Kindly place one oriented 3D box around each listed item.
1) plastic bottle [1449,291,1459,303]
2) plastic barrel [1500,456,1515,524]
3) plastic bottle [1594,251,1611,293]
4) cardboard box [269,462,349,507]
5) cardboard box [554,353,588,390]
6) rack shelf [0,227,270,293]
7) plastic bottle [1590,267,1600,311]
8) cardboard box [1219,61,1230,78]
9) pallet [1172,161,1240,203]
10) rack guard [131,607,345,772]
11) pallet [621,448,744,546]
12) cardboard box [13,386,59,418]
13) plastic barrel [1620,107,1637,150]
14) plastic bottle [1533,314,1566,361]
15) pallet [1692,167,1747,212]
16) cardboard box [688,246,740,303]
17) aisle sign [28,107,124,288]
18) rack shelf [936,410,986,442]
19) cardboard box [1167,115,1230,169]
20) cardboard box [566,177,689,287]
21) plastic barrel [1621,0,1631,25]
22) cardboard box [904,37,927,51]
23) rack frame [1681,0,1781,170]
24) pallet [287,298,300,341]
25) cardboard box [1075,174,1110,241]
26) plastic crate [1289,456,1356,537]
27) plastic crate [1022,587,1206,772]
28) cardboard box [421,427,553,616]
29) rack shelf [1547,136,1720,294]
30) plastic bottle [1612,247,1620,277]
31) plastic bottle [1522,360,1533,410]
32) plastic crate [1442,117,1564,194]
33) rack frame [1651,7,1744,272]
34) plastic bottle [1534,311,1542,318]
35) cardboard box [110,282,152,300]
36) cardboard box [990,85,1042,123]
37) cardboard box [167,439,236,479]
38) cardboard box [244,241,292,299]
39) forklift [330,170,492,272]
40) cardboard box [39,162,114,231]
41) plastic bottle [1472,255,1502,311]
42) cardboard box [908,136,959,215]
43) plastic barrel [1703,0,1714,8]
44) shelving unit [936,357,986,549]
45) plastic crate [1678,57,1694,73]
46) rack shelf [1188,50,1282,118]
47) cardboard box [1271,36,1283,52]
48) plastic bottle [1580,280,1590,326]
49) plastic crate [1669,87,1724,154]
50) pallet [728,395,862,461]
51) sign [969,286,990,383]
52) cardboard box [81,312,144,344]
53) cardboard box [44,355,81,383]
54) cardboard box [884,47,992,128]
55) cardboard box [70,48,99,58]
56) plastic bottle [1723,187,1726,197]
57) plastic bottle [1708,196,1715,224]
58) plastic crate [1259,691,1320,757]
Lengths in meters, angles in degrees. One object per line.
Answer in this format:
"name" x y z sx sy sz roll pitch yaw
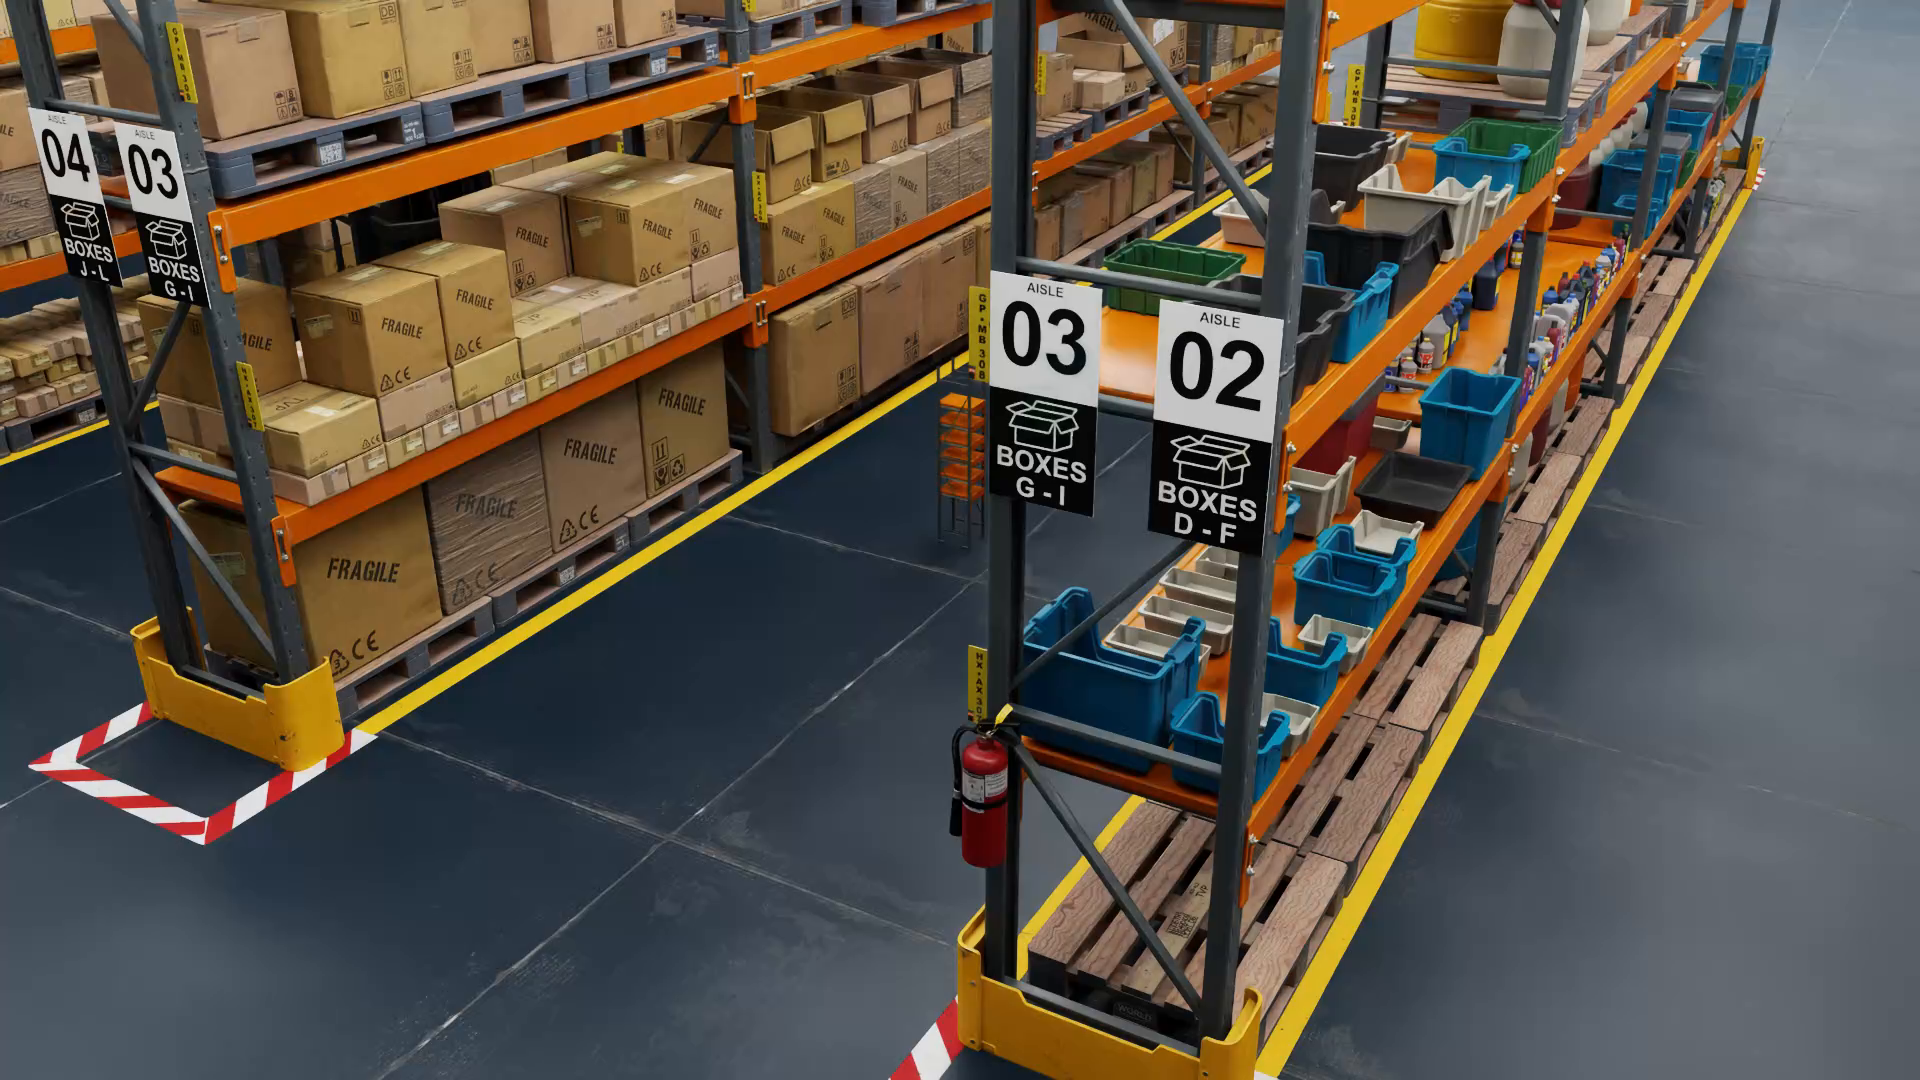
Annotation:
"plastic bottle" 3.050 -1.481 10.497 0.152 0.276 0.135 14 30 26
"plastic barrel" 3.160 -0.564 10.401 0.600 0.901 0.708 14 30 26
"plastic bottle" 4.291 -1.797 11.134 0.097 0.271 0.097 0 27 0
"cardboard box" -3.289 -0.316 8.310 0.380 0.149 0.250 15 30 27
"cardboard box" -2.406 -1.018 9.713 0.380 0.149 0.250 15 30 27
"rack shelf" -7.036 -1.952 12.101 1.077 0.370 4.000 14 30 26
"plastic bottle" 4.107 -1.640 10.806 0.061 0.283 0.133 14 30 26
"cardboard box" 2.654 -5.039 17.745 0.380 0.149 0.250 14 30 26
"pallet" 2.452 -4.061 18.628 1.003 0.211 1.213 14 30 26
"rack guard" -3.763 0.765 8.663 1.175 0.500 0.348 14 30 26
"pallet" -2.225 -0.395 11.303 1.003 0.211 1.213 14 30 26
"cardboard box" -6.847 -1.033 12.177 0.380 0.149 0.250 13 29 24
"plastic barrel" 5.442 -3.398 14.036 0.433 0.535 0.433 0 27 0
"plastic bottle" 3.544 -1.232 9.999 0.152 0.276 0.135 14 30 26
"pallet" 8.032 -3.905 18.314 1.003 0.211 1.213 14 30 26
"cardboard box" -1.772 -1.757 10.744 0.500 0.250 0.500 14 30 25
"aisle sign" -4.048 -1.563 7.617 0.394 0.787 0.004 14 30 26
"rack shelf" 0.007 -0.717 10.405 0.258 0.103 0.180 14 30 26
"cardboard box" 2.659 -4.481 18.673 0.500 0.500 0.500 -22 34 -37
"cardboard box" -2.027 -1.890 10.172 0.500 0.500 0.500 15 30 27
"plastic barrel" 4.097 -3.406 10.538 0.301 0.262 0.301 0 27 0
"cardboard box" -0.856 -6.345 21.978 0.875 0.875 0.875 14 30 25
"rack frame" 8.432 -5.507 18.400 1.000 3.000 0.127 14 30 26
"pallet" -5.670 -2.109 14.728 1.003 0.211 1.213 14 30 26
"cardboard box" 1.031 -3.266 16.224 0.700 0.500 0.500 17 31 30
"plastic crate" 1.617 -0.250 7.963 0.437 0.282 0.530 14 30 26
"plastic crate" 0.563 0.514 6.265 0.616 0.435 0.499 14 30 26
"cardboard box" -3.058 -0.222 9.746 0.875 0.875 0.875 14 30 26
"rack shelf" 5.481 -2.847 13.890 1.077 0.370 4.000 14 30 26
"plastic bottle" 4.483 -1.918 11.452 0.097 0.201 0.097 0 27 0
"plastic bottle" 3.146 -0.879 9.286 0.061 0.283 0.133 14 30 26
"plastic crate" 2.584 -1.845 7.971 0.450 0.188 0.662 14 30 26
"rack frame" 6.465 -3.948 15.286 1.000 3.000 0.127 14 30 26
"plastic bottle" 3.540 -1.309 10.237 0.097 0.201 0.097 0 27 0
"cardboard box" -6.670 -1.939 13.324 0.380 0.149 0.250 14 30 25
"cardboard box" 0.415 -3.932 14.672 0.500 0.500 0.500 10 28 20
"cardboard box" -3.862 -0.461 8.601 0.380 0.149 0.250 15 30 27
"cardboard box" -5.907 -2.467 14.650 0.500 0.500 0.500 14 30 25
"forklift" -4.346 -2.759 12.987 1.130 2.935 3.031 -21 33 -36
"cardboard box" -6.546 -2.584 12.117 0.500 0.500 0.500 14 30 26
"plastic bottle" 3.437 -1.687 10.824 0.144 0.351 0.185 14 30 26
"cardboard box" -0.345 -2.882 13.044 0.500 0.500 0.500 13 29 24
"plastic barrel" 5.412 -4.450 12.457 0.600 0.830 0.708 14 30 26
"shelving unit" 0.007 -0.542 10.493 0.258 1.200 0.189 14 30 26
"plastic crate" 7.712 -5.111 17.904 0.298 0.136 0.250 14 30 26
"rack shelf" 3.136 -5.497 19.183 1.077 0.370 4.000 14 30 26
"cardboard box" 3.513 -5.721 19.109 0.380 0.149 0.250 14 30 26
"plastic bottle" 3.950 -1.516 10.558 0.061 0.283 0.133 14 30 26
"plastic crate" 6.493 -3.721 14.760 0.402 0.464 0.583 14 30 26
"pallet" -1.469 -0.991 12.495 1.003 0.211 1.213 14 30 26
"sign" 0.074 -0.681 5.525 0.100 0.325 0.005 14 30 26
"cardboard box" -6.456 -1.619 12.684 0.380 0.149 0.250 13 29 24
"cardboard box" -6.804 -1.315 12.409 0.380 0.149 0.250 16 31 28
"cardboard box" -0.189 -3.692 13.542 0.797 0.503 0.637 15 30 28
"cardboard box" -6.486 -3.555 12.940 0.500 0.500 0.500 15 30 27
"plastic bottle" 7.910 -3.640 17.305 0.097 0.201 0.097 0 27 0
"plastic bottle" 7.433 -3.282 16.499 0.061 0.283 0.133 16 31 28
"plastic crate" 1.199 0.689 6.250 0.250 0.136 0.298 14 30 26
